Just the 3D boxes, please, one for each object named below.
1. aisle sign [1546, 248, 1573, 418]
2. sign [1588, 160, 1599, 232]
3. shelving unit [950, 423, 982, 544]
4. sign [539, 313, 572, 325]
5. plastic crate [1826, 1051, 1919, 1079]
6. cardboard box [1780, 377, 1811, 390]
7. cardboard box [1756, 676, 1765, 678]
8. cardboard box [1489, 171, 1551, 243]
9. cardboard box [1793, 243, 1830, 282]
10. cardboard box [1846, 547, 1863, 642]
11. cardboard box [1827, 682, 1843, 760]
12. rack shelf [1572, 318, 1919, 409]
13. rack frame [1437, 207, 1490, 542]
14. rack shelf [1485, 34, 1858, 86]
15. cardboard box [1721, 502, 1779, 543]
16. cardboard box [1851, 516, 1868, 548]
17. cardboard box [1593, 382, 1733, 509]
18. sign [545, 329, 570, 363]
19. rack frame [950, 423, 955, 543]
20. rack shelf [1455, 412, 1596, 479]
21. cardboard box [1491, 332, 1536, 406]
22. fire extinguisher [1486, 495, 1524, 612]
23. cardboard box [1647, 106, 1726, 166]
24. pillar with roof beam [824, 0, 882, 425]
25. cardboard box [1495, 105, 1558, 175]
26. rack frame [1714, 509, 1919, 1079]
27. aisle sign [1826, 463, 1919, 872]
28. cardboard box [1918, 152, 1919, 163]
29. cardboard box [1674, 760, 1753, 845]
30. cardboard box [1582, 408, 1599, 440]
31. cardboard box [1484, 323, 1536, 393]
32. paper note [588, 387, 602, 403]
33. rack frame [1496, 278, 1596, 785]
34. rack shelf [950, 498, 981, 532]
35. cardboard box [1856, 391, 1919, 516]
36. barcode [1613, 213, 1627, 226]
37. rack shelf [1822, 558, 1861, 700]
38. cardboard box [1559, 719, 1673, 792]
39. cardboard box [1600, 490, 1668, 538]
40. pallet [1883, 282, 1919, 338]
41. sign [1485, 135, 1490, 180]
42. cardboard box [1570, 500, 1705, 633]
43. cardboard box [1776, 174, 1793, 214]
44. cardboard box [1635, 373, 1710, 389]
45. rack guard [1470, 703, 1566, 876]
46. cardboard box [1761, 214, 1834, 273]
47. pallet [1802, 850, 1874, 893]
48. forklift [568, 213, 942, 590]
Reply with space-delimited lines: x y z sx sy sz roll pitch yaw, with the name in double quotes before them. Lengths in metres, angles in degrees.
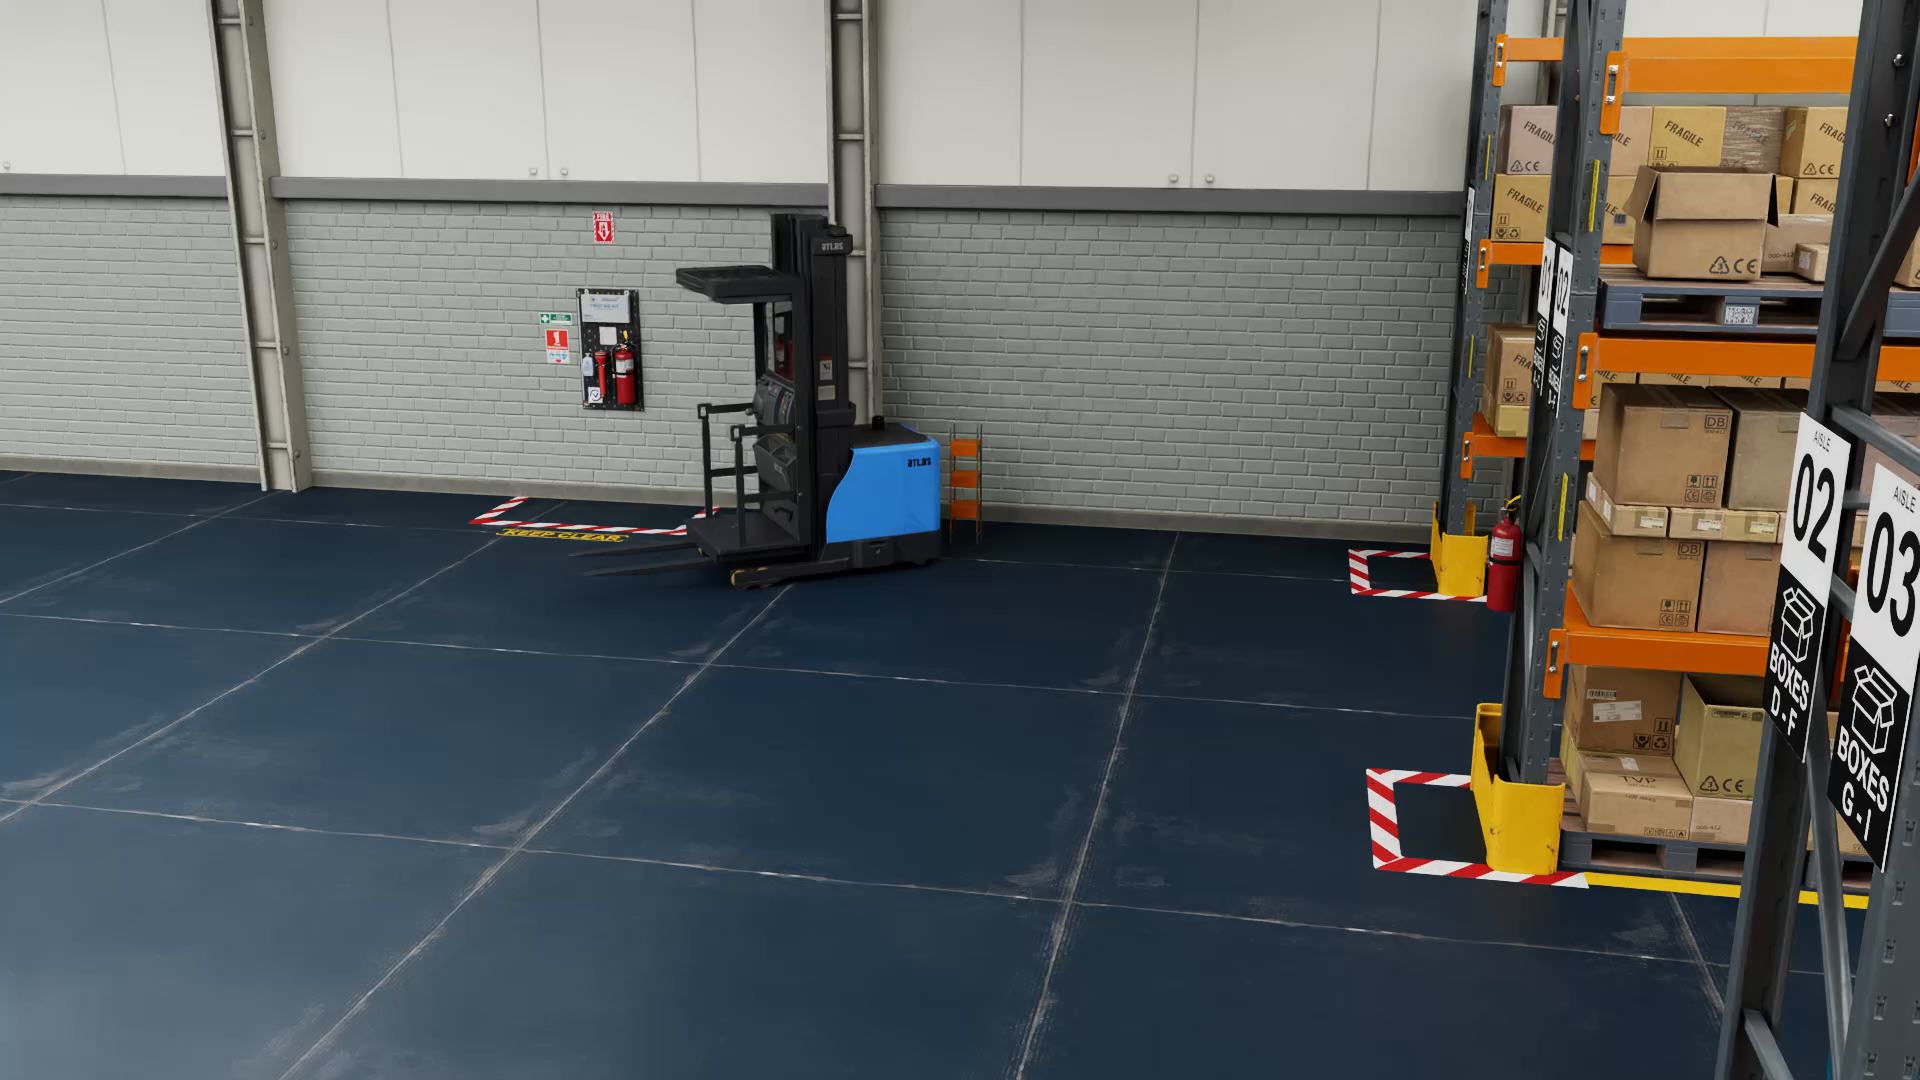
"aisle sign" 2.960 -1.029 8.217 0.004 0.787 0.394 3 16 11
"sign" 2.969 -1.613 7.790 0.005 0.325 0.100 3 16 11
"shelving unit" 0.052 -0.503 14.842 0.252 1.050 0.215 3 16 11
"sign" -3.885 -2.125 15.983 0.331 0.109 0.001 3 16 11
"plastic crate" 2.644 1.463 4.370 0.616 0.251 0.499 3 16 11
"cardboard box" 6.482 -1.233 12.664 0.500 0.500 0.500 3 16 9
"cardboard box" 4.653 0.909 9.051 0.500 0.500 0.500 3 16 11
"cardboard box" 4.346 -2.569 12.803 0.500 0.500 0.500 4 16 13
"cardboard box" 4.203 -1.338 8.006 0.250 0.149 0.380 3 16 11
"cardboard box" 4.541 0.182 8.528 0.500 0.500 0.700 3 16 11
"cardboard box" 4.549 1.045 8.560 0.500 0.500 0.500 3 16 11
"rack shelf" 5.045 -0.845 8.152 4.000 0.370 1.077 3 16 11
"rack frame" 4.069 -1.149 13.519 0.127 3.000 1.000 3 16 11
"rack shelf" 6.028 -3.585 12.431 4.000 0.370 1.077 3 16 11
"cardboard box" 3.930 -0.109 8.364 0.250 0.149 0.380 3 16 11
"cardboard box" 4.439 -0.082 8.265 0.250 0.149 0.380 3 16 9
"cardboard box" 3.592 -0.495 8.542 0.500 0.500 0.700 3 16 11
"sign" -3.888 -1.872 16.063 0.234 0.329 0.001 3 16 11
"rack frame" -0.067 -0.510 14.865 0.008 1.050 0.200 3 16 11
"rack shelf" 6.028 -0.695 13.231 4.000 0.370 1.077 3 16 11
"cardboard box" 4.477 -1.343 13.061 0.500 0.500 0.500 3 16 11
"fire extinguisher" 3.062 0.057 9.312 0.183 0.674 0.296 3 16 11
"cardboard box" 5.384 -2.986 12.434 0.500 0.500 0.500 4 16 13
"pillar with roof beam" -1.811 -3.422 10.488 0.400 9.000 9.100 3 16 11
"cardboard box" 4.398 -3.050 12.666 0.500 0.500 0.500 2 16 7
"rack frame" 2.094 1.443 4.163 0.127 3.000 1.000 3 16 11
"aisle sign" 1.965 0.263 3.553 0.004 0.787 0.394 3 16 11
"cardboard box" 6.901 -2.903 12.137 0.500 0.500 0.500 4 16 14
"cardboard box" 4.057 1.383 8.746 0.500 0.250 0.500 3 16 11
"cardboard box" 4.995 -0.953 13.057 0.500 0.250 0.500 3 16 9
"cardboard box" 4.573 -1.478 13.547 0.500 0.500 0.500 3 16 10
"paper note" -3.527 -1.401 16.081 0.142 0.148 0.016 3 16 11
"rack frame" 3.085 0.148 8.840 0.127 3.000 1.000 3 16 11
"rack shelf" 0.052 -0.225 14.919 0.240 0.259 0.215 3 16 11
"cardboard box" 4.602 -0.442 8.350 0.500 0.500 0.700 3 16 11
"barcode" 3.477 -1.688 8.760 0.075 0.075 0.001 3 16 11
"rack shelf" 4.054 0.451 3.475 4.000 0.370 1.077 3 16 11
"cardboard box" 3.669 1.221 9.327 0.500 0.250 0.500 3 16 11
"cardboard box" 3.427 -0.136 8.462 0.250 0.149 0.380 3 16 11
"pallet" 4.972 -1.147 8.059 1.213 0.211 1.003 3 16 11
"sign" 3.961 -2.873 12.490 0.005 0.325 0.100 3 16 11
"cardboard box" 3.540 0.128 8.725 0.500 0.500 0.700 3 16 11
"cardboard box" 5.904 -2.481 12.487 0.500 0.500 0.500 4 16 15
"cardboard box" 5.464 -1.285 12.852 0.500 0.500 0.500 3 16 9
"rack guard" 3.062 1.351 9.179 0.348 0.500 1.175 3 16 11
"cardboard box" 4.266 -1.503 8.413 0.500 0.250 0.500 3 16 11
"pallet" 5.035 1.587 8.869 1.213 0.211 1.003 3 16 11
"forklift" -1.720 -1.164 13.702 3.031 2.935 1.130 -7 17 -23
